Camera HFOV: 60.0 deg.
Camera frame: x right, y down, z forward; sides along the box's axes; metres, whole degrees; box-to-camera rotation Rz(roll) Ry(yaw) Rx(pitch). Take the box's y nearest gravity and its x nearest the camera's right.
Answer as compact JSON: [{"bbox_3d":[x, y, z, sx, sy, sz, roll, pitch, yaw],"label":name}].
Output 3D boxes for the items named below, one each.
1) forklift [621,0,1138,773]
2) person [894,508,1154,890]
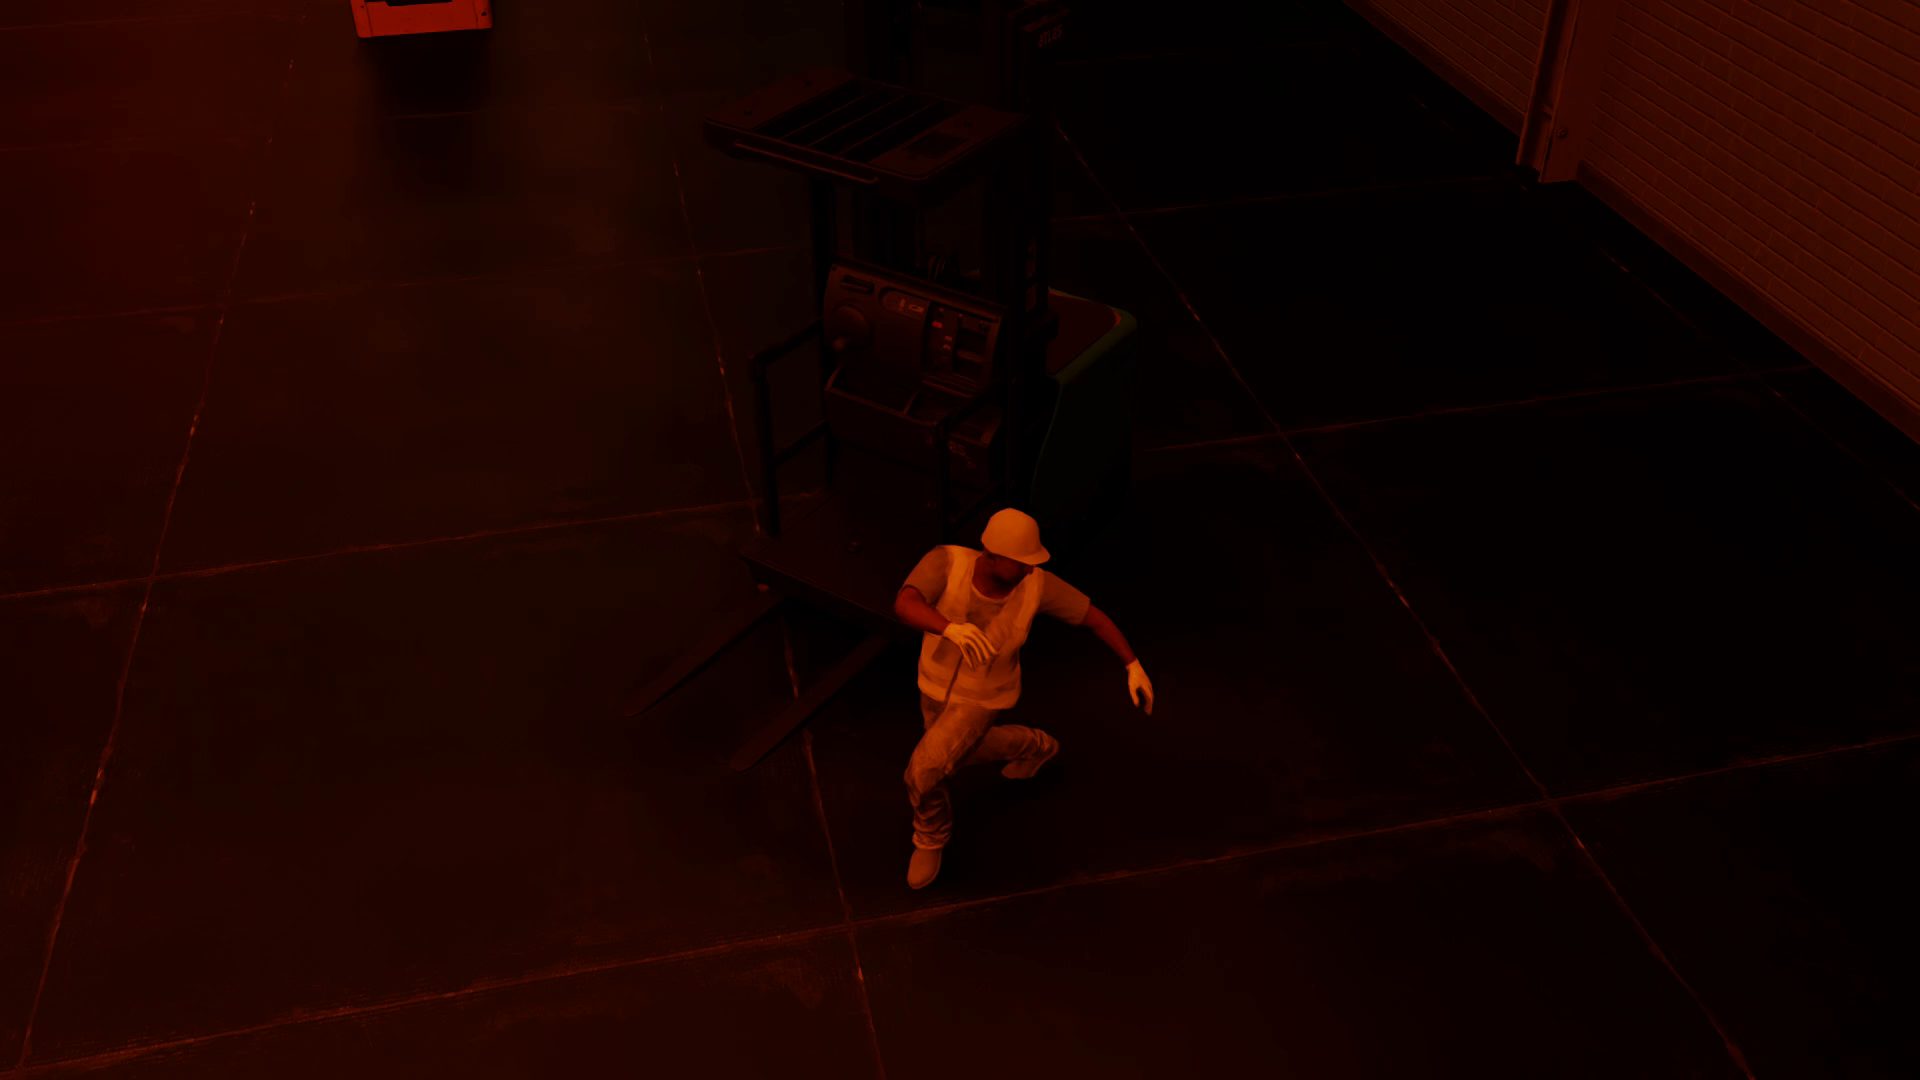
[{"bbox_3d":[-0.338,-0.892,7.290,1.130,2.935,3.031,22,41,27],"label":"forklift"},{"bbox_3d":[0.222,0.613,6.444,0.894,1.561,0.960,21,41,26],"label":"person"}]
